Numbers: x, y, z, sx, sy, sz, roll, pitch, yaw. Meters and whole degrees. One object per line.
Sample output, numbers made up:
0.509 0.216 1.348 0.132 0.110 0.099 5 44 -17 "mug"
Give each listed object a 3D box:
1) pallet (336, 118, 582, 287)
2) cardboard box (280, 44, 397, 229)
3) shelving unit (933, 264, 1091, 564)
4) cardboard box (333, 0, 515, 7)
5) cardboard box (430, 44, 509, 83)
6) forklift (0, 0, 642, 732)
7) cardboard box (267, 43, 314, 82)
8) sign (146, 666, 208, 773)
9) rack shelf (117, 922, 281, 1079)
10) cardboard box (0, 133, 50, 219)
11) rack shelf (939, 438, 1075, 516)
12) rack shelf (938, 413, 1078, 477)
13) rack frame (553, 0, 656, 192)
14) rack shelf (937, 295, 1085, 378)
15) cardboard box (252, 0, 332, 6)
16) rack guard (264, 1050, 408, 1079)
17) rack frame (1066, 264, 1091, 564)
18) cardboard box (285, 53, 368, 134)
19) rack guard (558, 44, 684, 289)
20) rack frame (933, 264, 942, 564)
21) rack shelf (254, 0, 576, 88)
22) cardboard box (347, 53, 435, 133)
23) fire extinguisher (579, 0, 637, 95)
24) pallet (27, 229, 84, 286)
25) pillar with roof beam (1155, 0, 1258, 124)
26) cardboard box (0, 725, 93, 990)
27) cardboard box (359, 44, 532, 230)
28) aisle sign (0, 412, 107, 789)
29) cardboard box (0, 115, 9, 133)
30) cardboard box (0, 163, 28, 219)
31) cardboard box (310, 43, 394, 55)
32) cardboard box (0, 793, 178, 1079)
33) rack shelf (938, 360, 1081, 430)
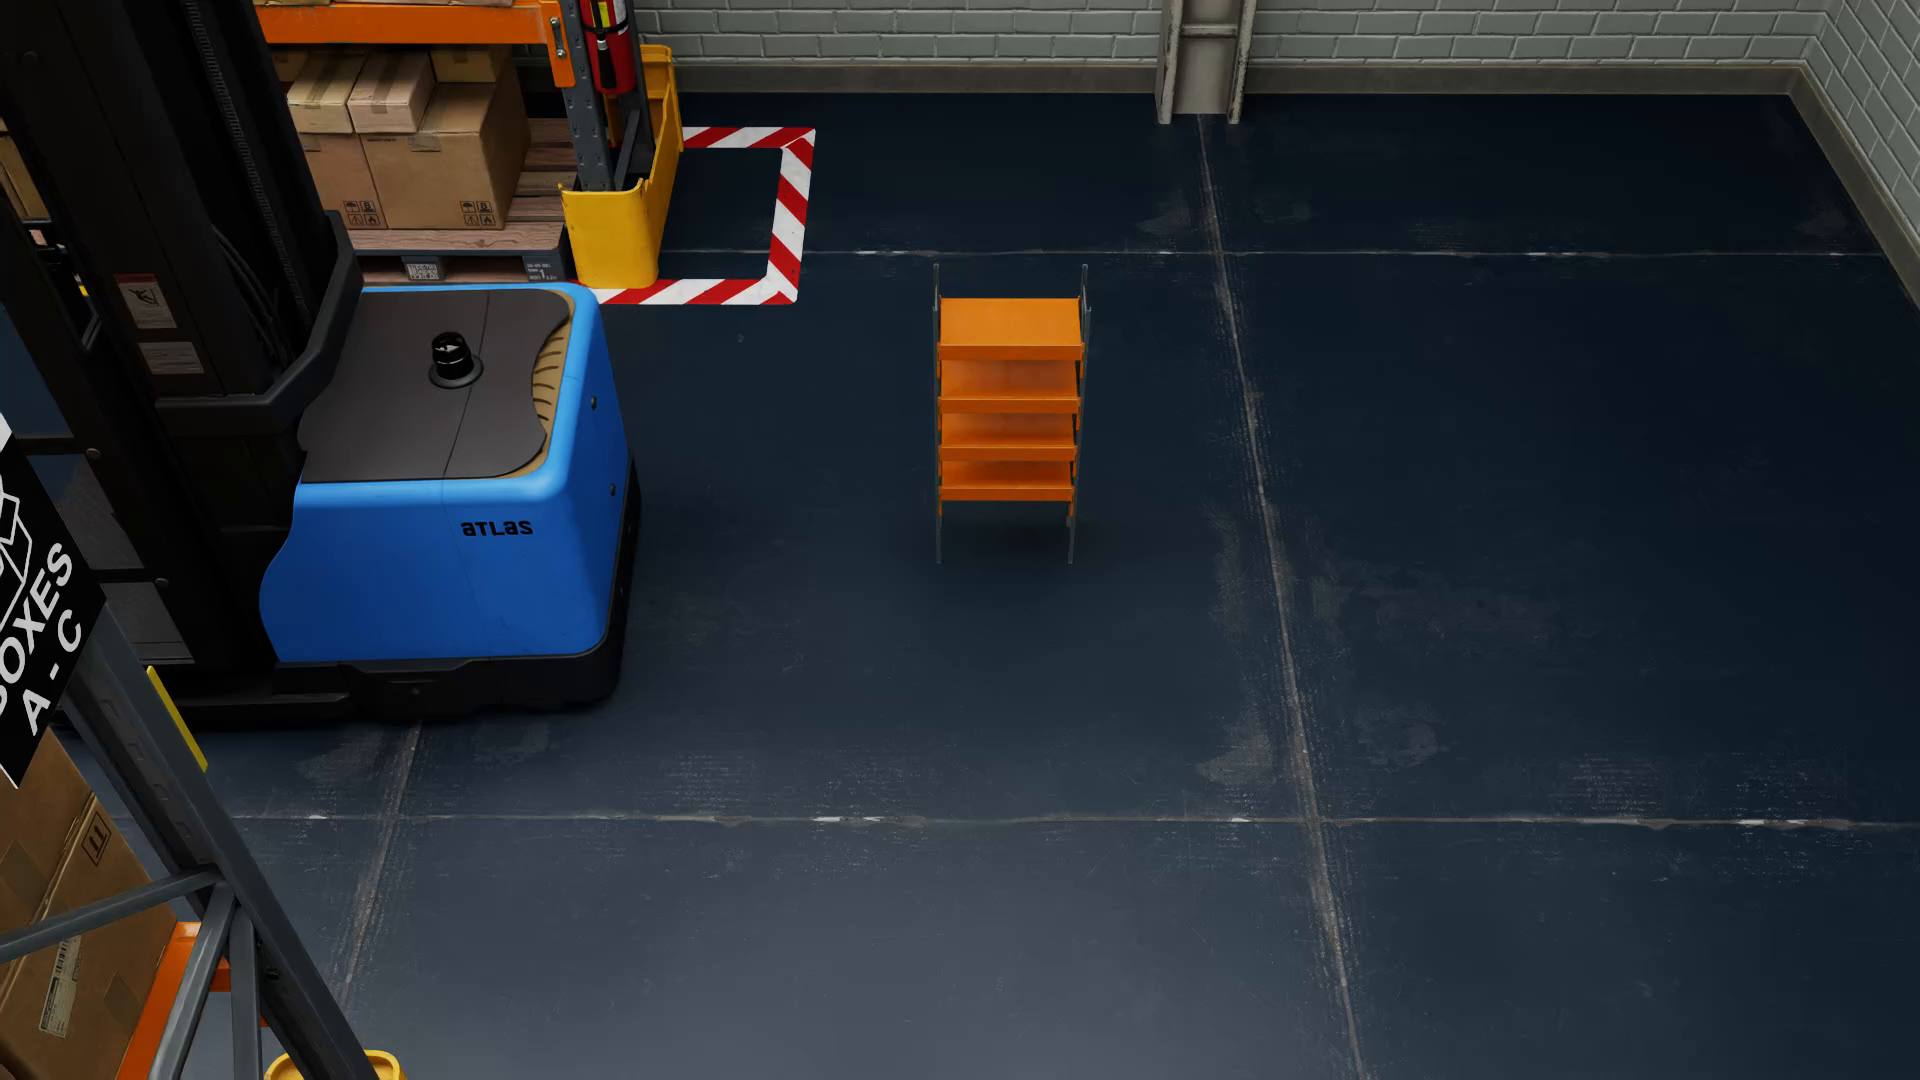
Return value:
-2.329 -1.544 7.543 1.213 0.211 1.003 0 47 0 "pallet"
-2.729 -1.771 7.270 0.500 0.500 0.700 0 47 0 "cardboard box"
0.166 -0.408 5.810 0.503 1.200 0.258 0 47 0 "shelving unit"
-2.039 -2.645 6.458 0.700 0.700 0.980 2 47 2 "cardboard box"
-2.103 -2.136 7.167 0.250 0.149 0.380 0 47 0 "cardboard box"
-2.701 -0.745 4.941 3.031 2.935 1.130 -2 47 -2 "forklift"
-2.860 -2.138 7.169 0.250 0.149 0.380 1 47 0 "cardboard box"
-1.542 0.385 3.251 0.005 0.325 0.100 0 47 0 "sign"
-3.543 1.317 3.467 4.000 0.370 1.077 0 47 0 "rack shelf"
-3.766 -1.767 7.267 0.500 0.500 0.700 1 47 1 "cardboard box"
0.166 -0.227 6.005 0.480 0.148 0.258 0 47 0 "rack shelf"
0.166 -0.362 5.860 0.480 0.148 0.258 0 47 0 "rack shelf"
-1.529 -2.549 6.573 0.127 3.000 1.000 0 47 0 "rack frame"
0.166 -0.676 5.523 0.480 0.148 0.258 0 47 0 "rack shelf"
-2.766 -2.639 6.452 0.700 0.700 0.980 0 47 0 "cardboard box"
-1.619 1.928 4.114 0.348 0.500 1.175 0 47 0 "rack guard"
0.410 -0.408 5.810 0.015 1.200 0.240 0 47 0 "rack frame"
-2.614 -1.857 6.907 0.250 0.149 0.380 1 47 1 "cardboard box"
-1.505 -1.697 7.488 0.348 0.500 1.175 0 47 0 "rack guard"
-0.078 -0.409 5.811 0.015 1.200 0.240 0 47 0 "rack frame"
-3.529 -2.309 6.842 4.000 0.370 1.077 0 47 0 "rack shelf"
-2.358 -1.857 6.907 0.250 0.149 0.380 0 47 0 "cardboard box"
-1.380 -2.057 6.423 0.183 0.674 0.296 0 47 0 "fire extinguisher"
-3.545 -1.549 7.548 1.213 0.211 1.003 0 47 0 "pallet"
1.159 -2.068 2.027 0.400 9.000 9.100 0 47 0 "pillar with roof beam"
-1.986 0.508 2.977 0.500 0.500 0.500 1 47 1 "cardboard box"
-2.229 -1.769 7.268 0.500 0.500 0.700 0 47 0 "cardboard box"
-1.474 -0.024 2.447 0.004 0.787 0.394 0 47 0 "aisle sign"
-3.917 -1.860 6.909 0.250 0.149 0.380 -1 47 -1 "cardboard box"
-4.279 -1.771 7.270 0.500 0.500 0.700 0 47 0 "cardboard box"
-2.610 -2.137 7.168 0.250 0.149 0.380 0 47 0 "cardboard box"
-1.986 0.849 3.343 0.500 0.500 0.500 1 47 1 "cardboard box"
0.166 -0.515 5.696 0.480 0.148 0.258 0 47 0 "rack shelf"
